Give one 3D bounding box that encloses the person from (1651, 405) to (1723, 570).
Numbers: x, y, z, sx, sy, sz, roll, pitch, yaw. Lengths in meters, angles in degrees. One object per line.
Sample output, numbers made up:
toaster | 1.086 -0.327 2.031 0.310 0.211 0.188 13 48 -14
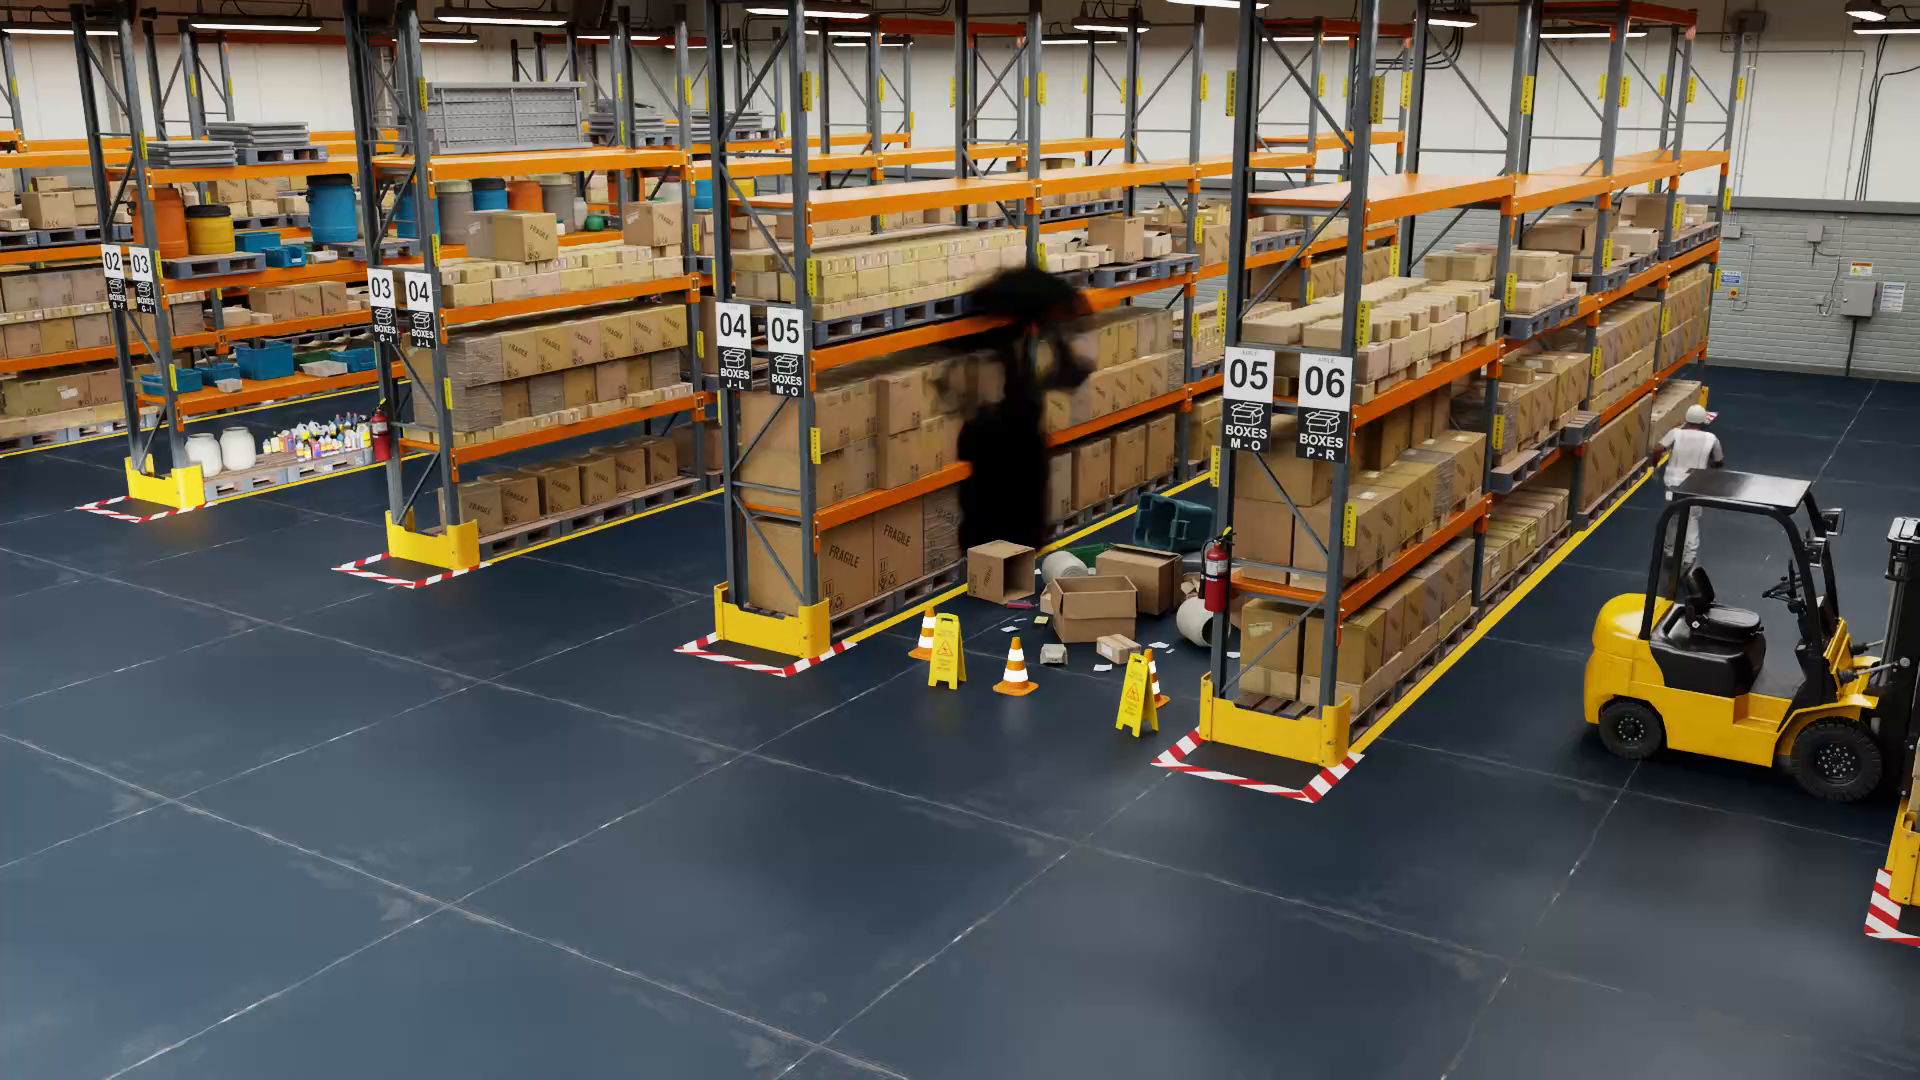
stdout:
person | 7.761 -0.538 17.821 0.694 1.820 0.953 8 17 26
